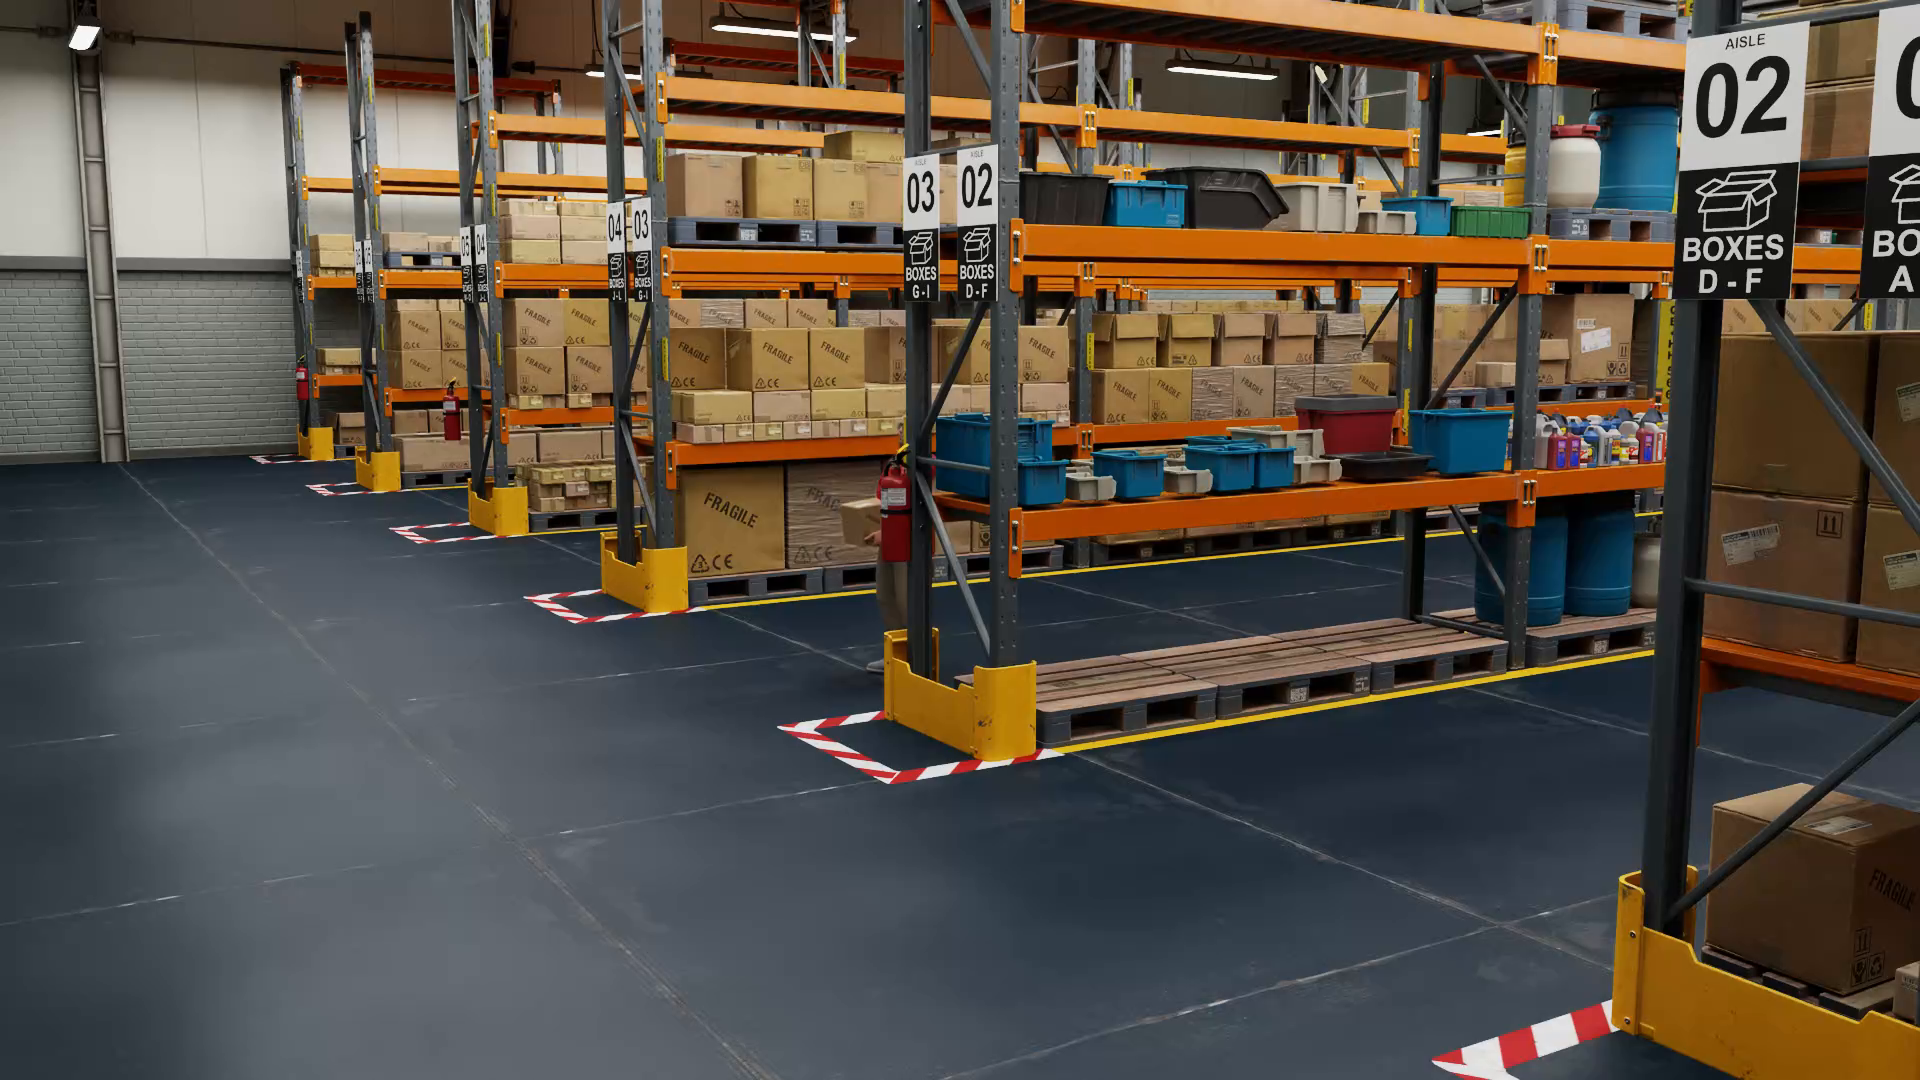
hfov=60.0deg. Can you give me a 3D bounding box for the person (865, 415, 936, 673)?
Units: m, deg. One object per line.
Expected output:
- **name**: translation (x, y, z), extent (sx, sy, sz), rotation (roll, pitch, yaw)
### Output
- **person**: translation (-0.427, 0.033, 10.687), extent (0.537, 1.712, 0.494), rotation (-5, 9, -31)
